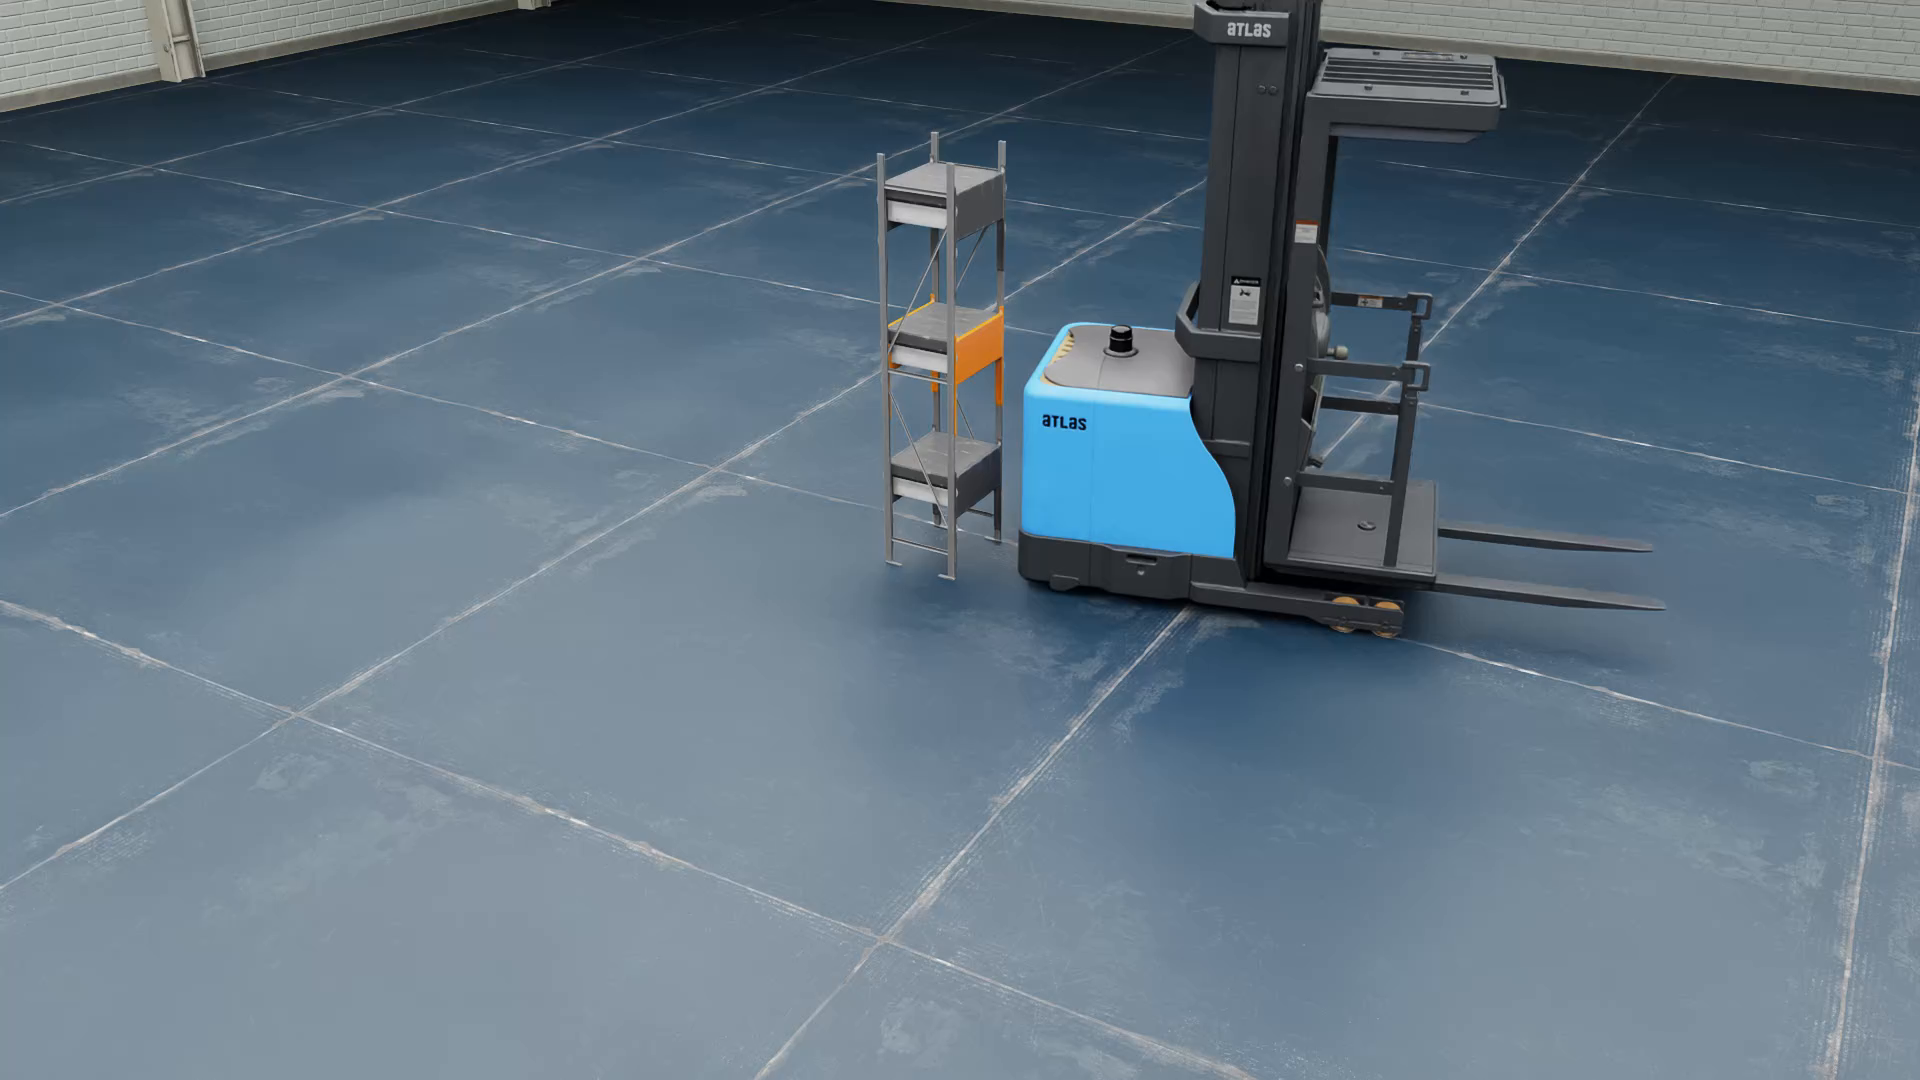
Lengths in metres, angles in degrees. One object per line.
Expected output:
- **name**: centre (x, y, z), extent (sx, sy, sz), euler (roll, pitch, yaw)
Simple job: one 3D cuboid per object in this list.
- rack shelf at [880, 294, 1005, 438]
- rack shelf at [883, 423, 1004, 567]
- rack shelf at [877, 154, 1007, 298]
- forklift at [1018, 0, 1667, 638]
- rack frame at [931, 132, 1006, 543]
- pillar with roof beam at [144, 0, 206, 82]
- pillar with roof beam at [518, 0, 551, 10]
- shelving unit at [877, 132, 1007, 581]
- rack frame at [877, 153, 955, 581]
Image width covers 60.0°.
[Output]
- **rack shelf**: centre (-0.081, -0.862, 8.157), extent (0.431, 0.518, 0.480), euler (14, 30, 26)
- **rack shelf**: centre (-0.081, -0.236, 8.471), extent (0.431, 0.518, 0.480), euler (14, 30, 26)
- **rack shelf**: centre (-0.081, -1.488, 7.844), extent (0.431, 0.518, 0.480), euler (14, 30, 26)
- **forklift**: centre (1.863, -1.115, 7.702), extent (3.031, 2.935, 1.130), euler (7, 27, 13)
- **rack frame**: centre (0.039, -0.970, 8.341), extent (0.400, 2.100, 0.015), euler (14, 30, 26)
- **pillar with roof beam**: centre (-5.433, -8.536, 15.749), extent (9.100, 9.000, 0.400), euler (14, 30, 26)
- **pillar with roof beam**: centre (-2.482, -10.874, 20.420), extent (9.100, 9.000, 0.400), euler (14, 30, 26)
- **shelving unit**: centre (-0.081, -0.874, 8.151), extent (0.431, 2.100, 0.503), euler (14, 30, 26)
- **rack frame**: centre (-0.201, -0.779, 7.961), extent (0.400, 2.100, 0.015), euler (14, 30, 26)
